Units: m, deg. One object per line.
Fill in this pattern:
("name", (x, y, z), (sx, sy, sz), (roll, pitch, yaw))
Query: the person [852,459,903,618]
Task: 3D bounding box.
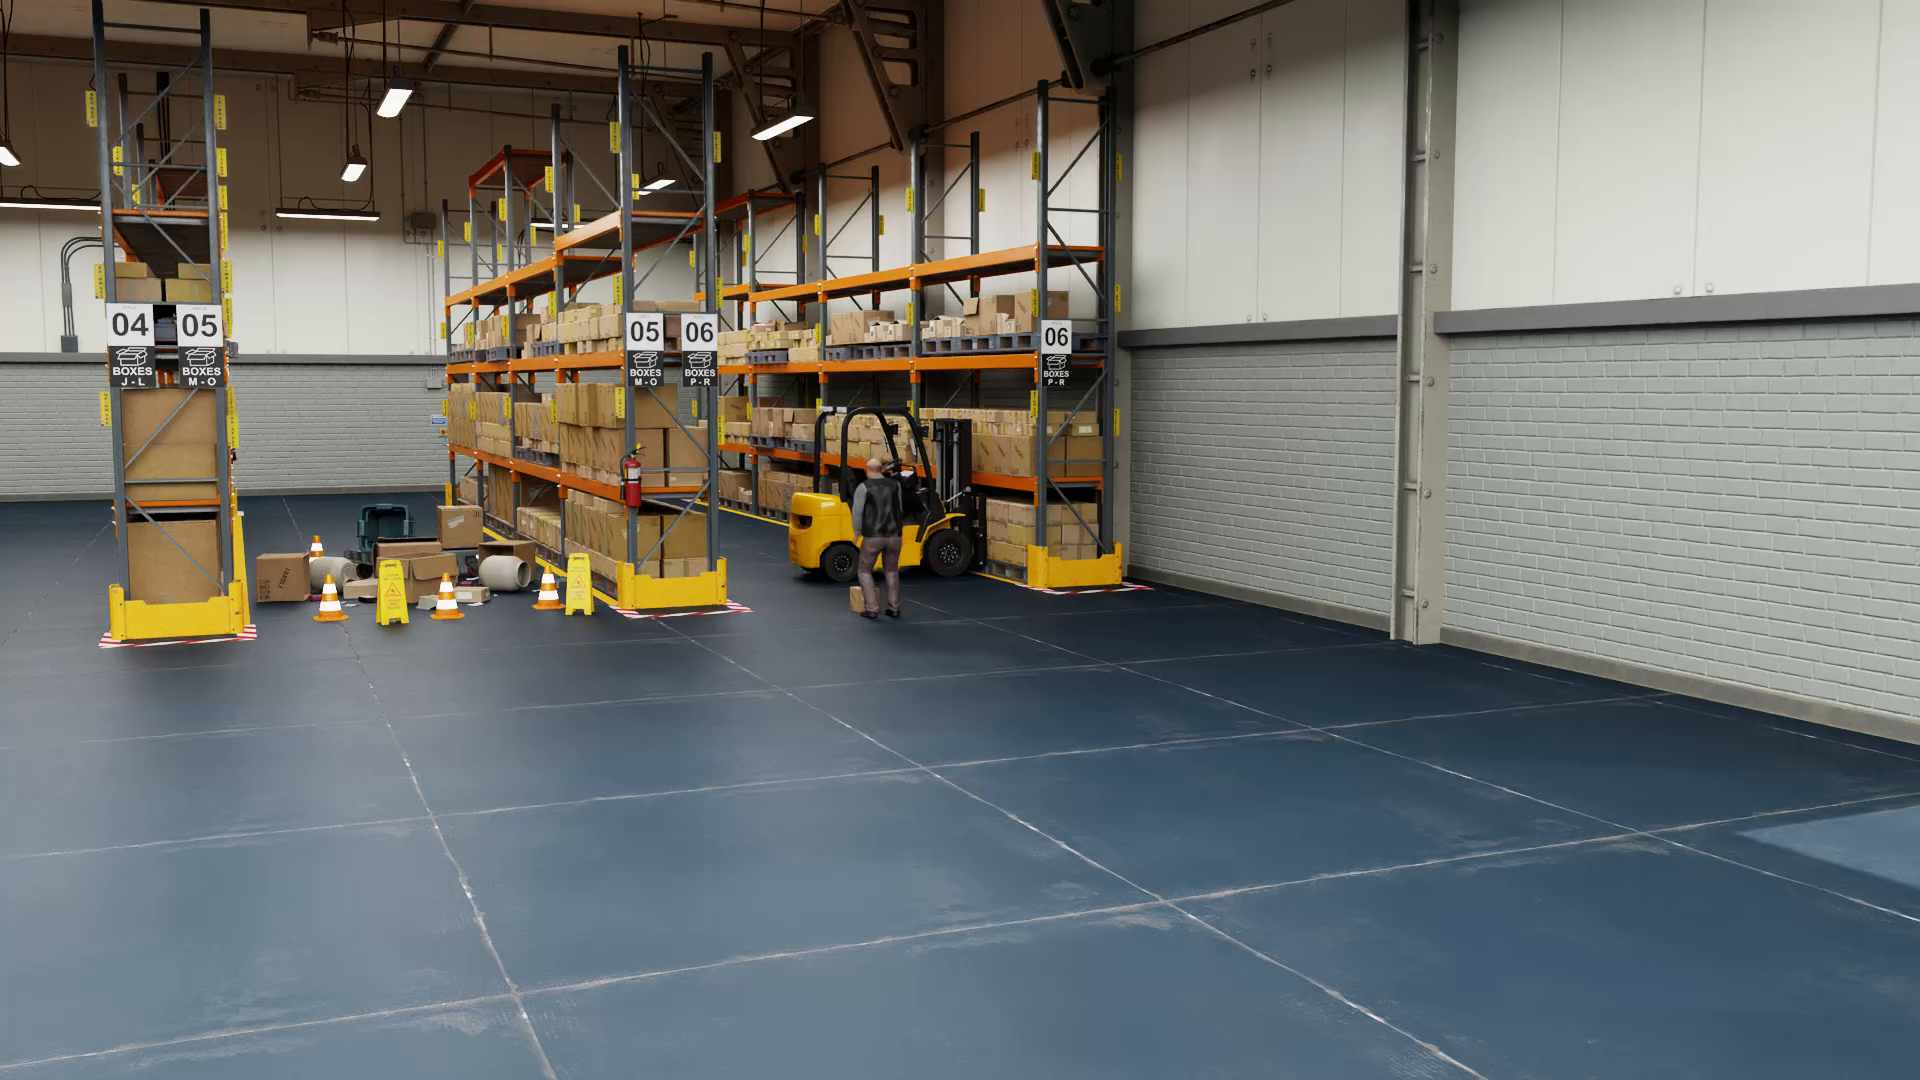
("person", (-0.858, -0.014, 17.427), (0.563, 1.658, 0.447), (-2, 6, -22))
